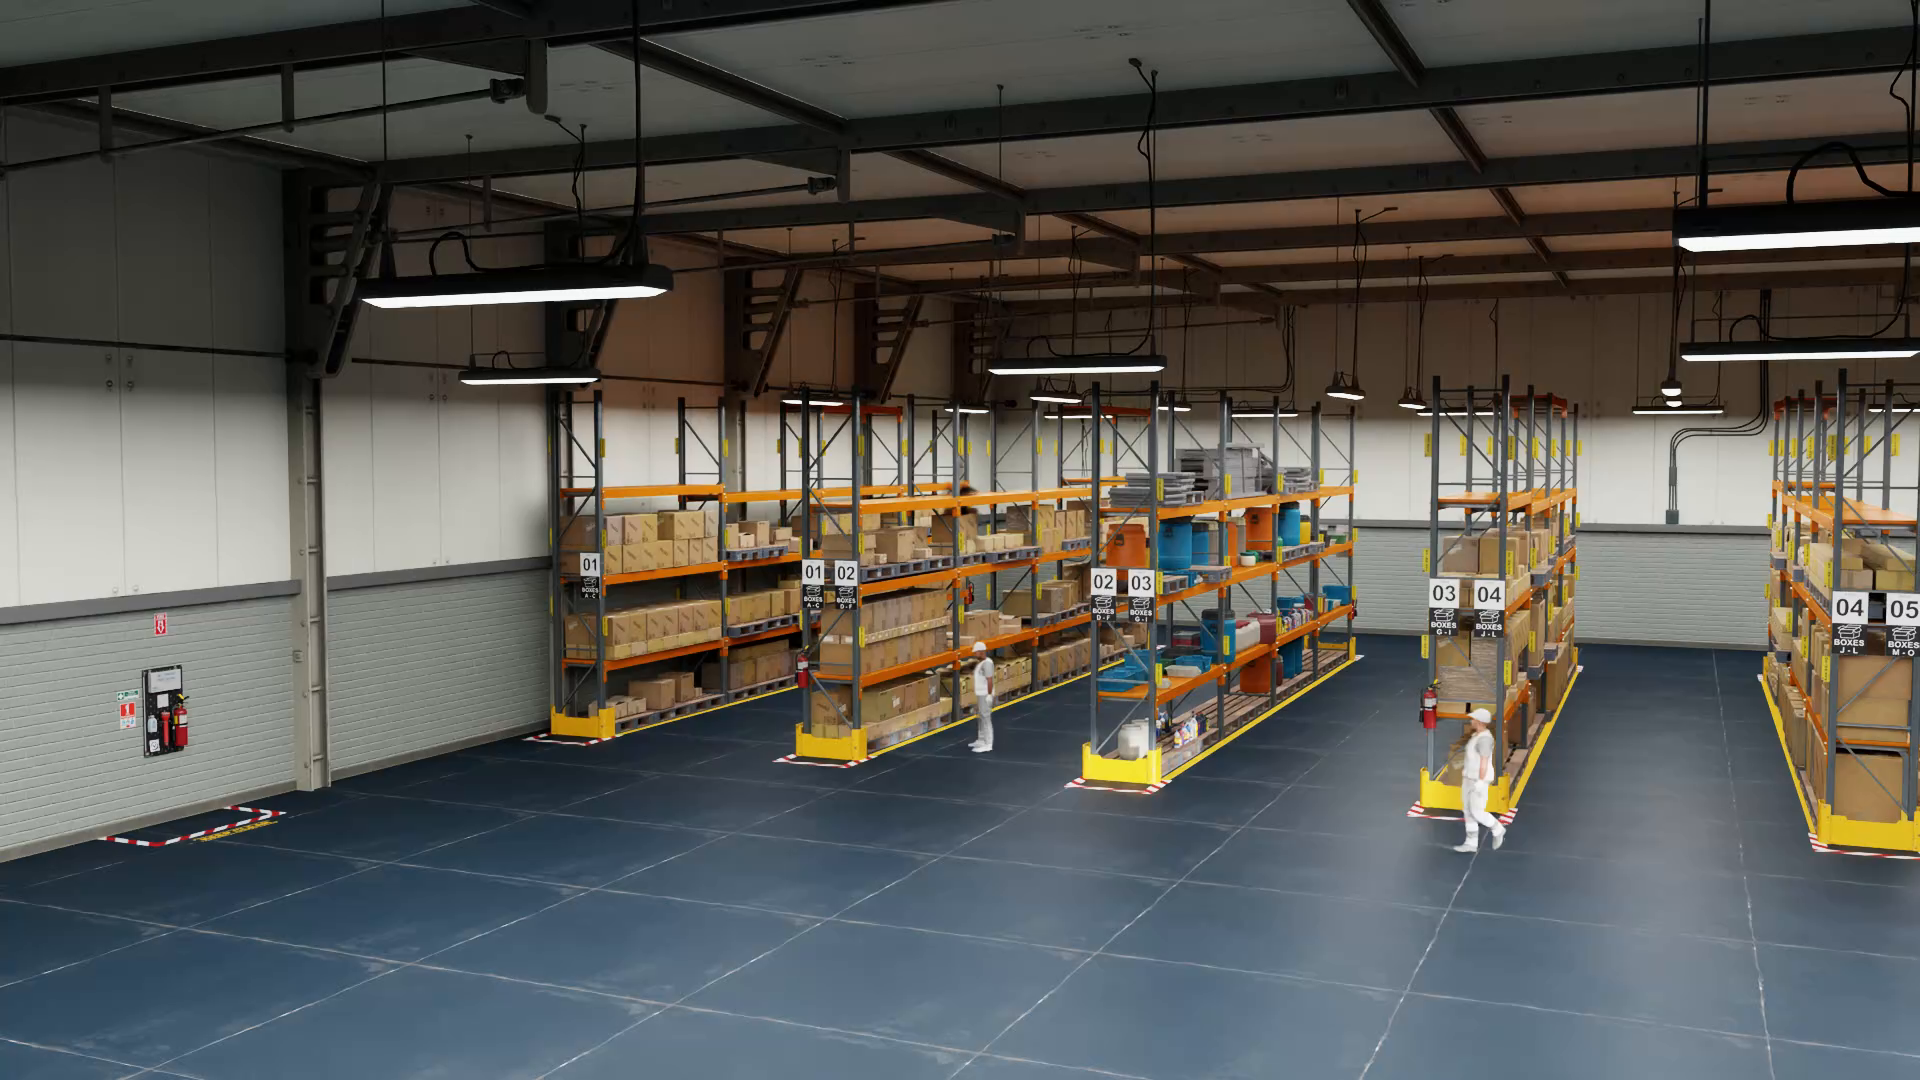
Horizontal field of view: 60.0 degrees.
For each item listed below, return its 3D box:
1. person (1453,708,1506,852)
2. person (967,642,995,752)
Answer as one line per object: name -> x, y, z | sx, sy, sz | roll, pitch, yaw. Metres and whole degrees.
person -> 6.414, 2.962, 20.483 | 0.591, 1.787, 0.499 | -1, 3, -18
person -> 0.354, 2.580, 27.588 | 0.424, 1.780, 0.628 | -1, 3, -10
